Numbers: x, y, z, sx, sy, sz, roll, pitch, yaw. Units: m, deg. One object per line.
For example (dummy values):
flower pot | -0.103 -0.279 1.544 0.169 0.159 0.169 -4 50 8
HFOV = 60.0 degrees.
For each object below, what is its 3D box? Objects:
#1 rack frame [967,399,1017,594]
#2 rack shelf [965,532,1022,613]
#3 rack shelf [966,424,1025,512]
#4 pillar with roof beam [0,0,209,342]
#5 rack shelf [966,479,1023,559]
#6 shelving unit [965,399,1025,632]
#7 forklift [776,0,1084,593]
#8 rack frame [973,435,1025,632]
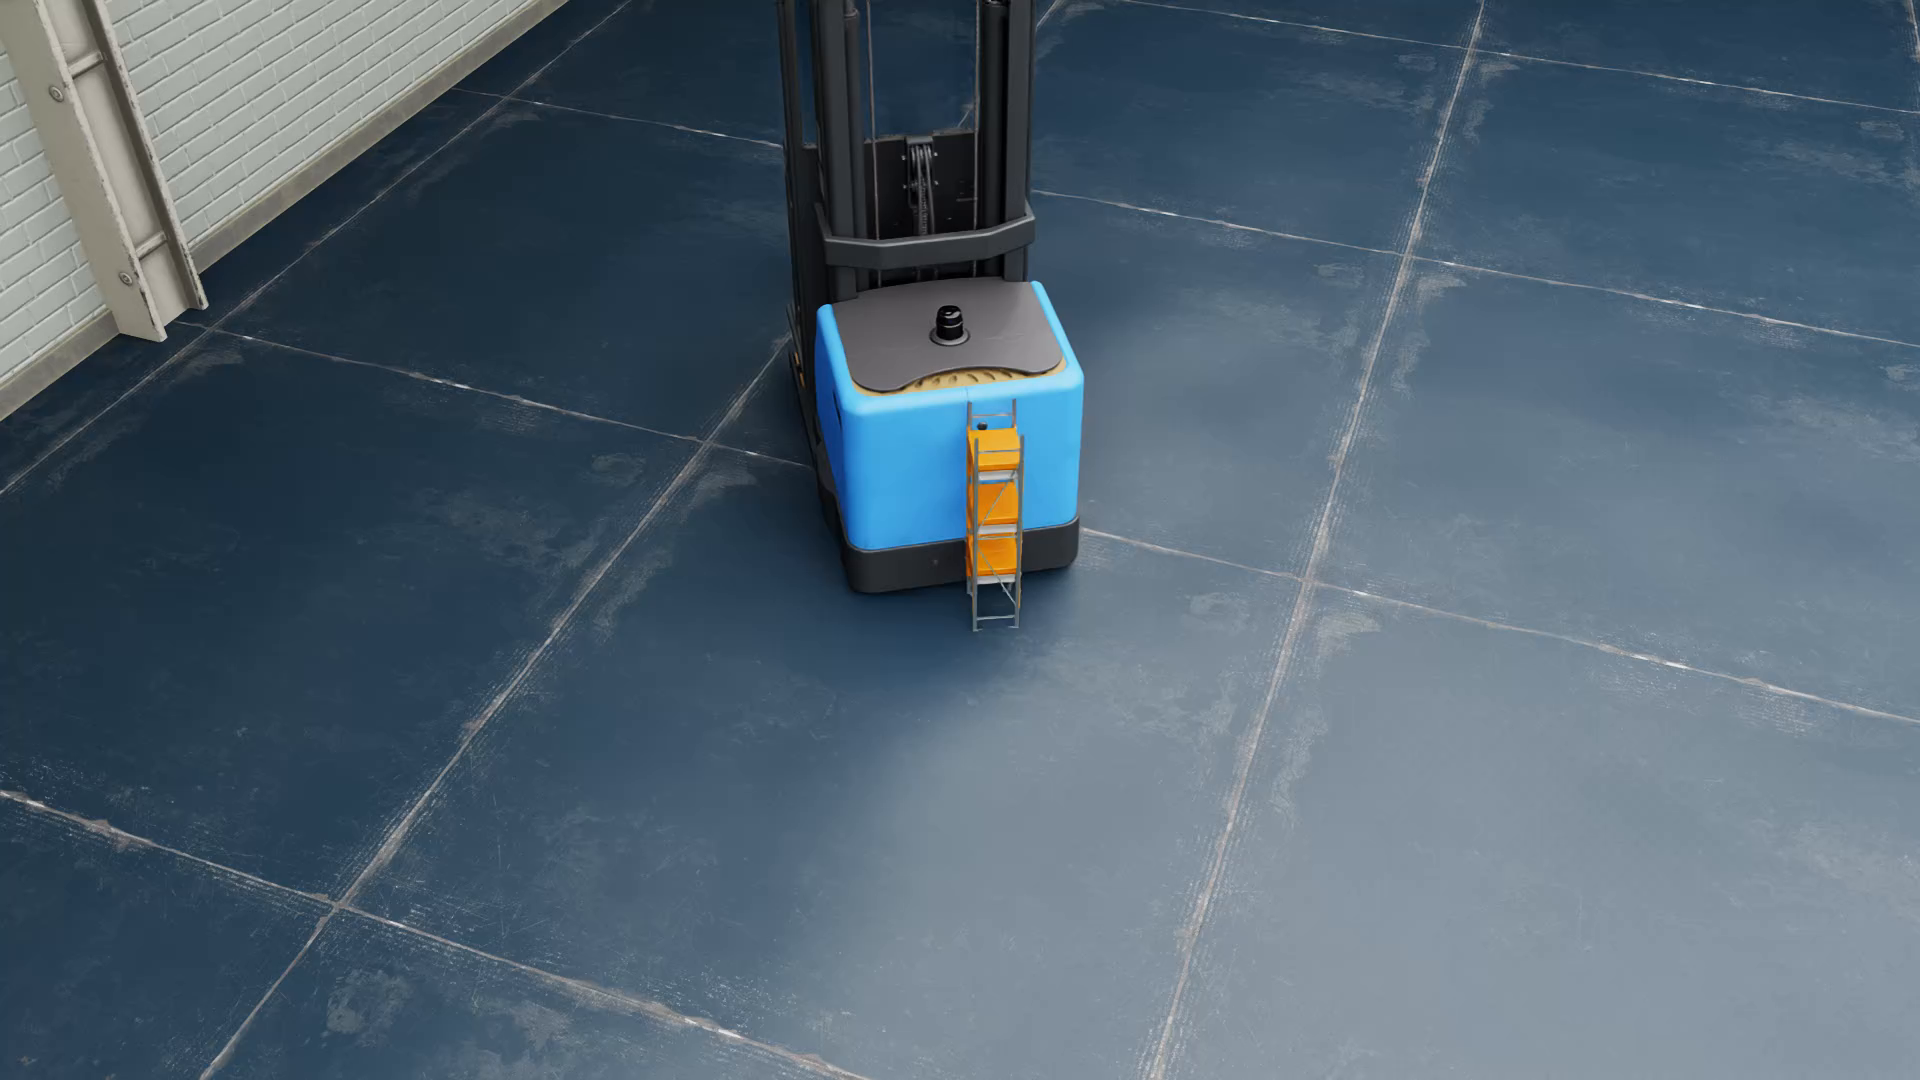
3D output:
rack frame | 0.130 -0.166 7.089 0.200 1.050 0.008 -4 41 -5
rack shelf | 0.143 0.132 7.184 0.215 0.259 0.240 -4 41 -5
rack shelf | 0.143 -0.295 6.820 0.215 0.259 0.240 -4 41 -5
pillar with roof beam | -0.333 -3.687 5.092 9.100 9.000 0.400 13 42 15
rack shelf | 0.143 -0.079 7.004 0.215 0.259 0.240 -4 41 -5
shelving unit | 0.143 -0.087 6.997 0.215 1.050 0.252 -4 41 -5
forklift | -0.273 -1.844 7.607 1.130 2.935 3.031 -8 41 -9
rack frame | 0.156 -0.009 6.905 0.200 1.050 0.008 -4 41 -5
